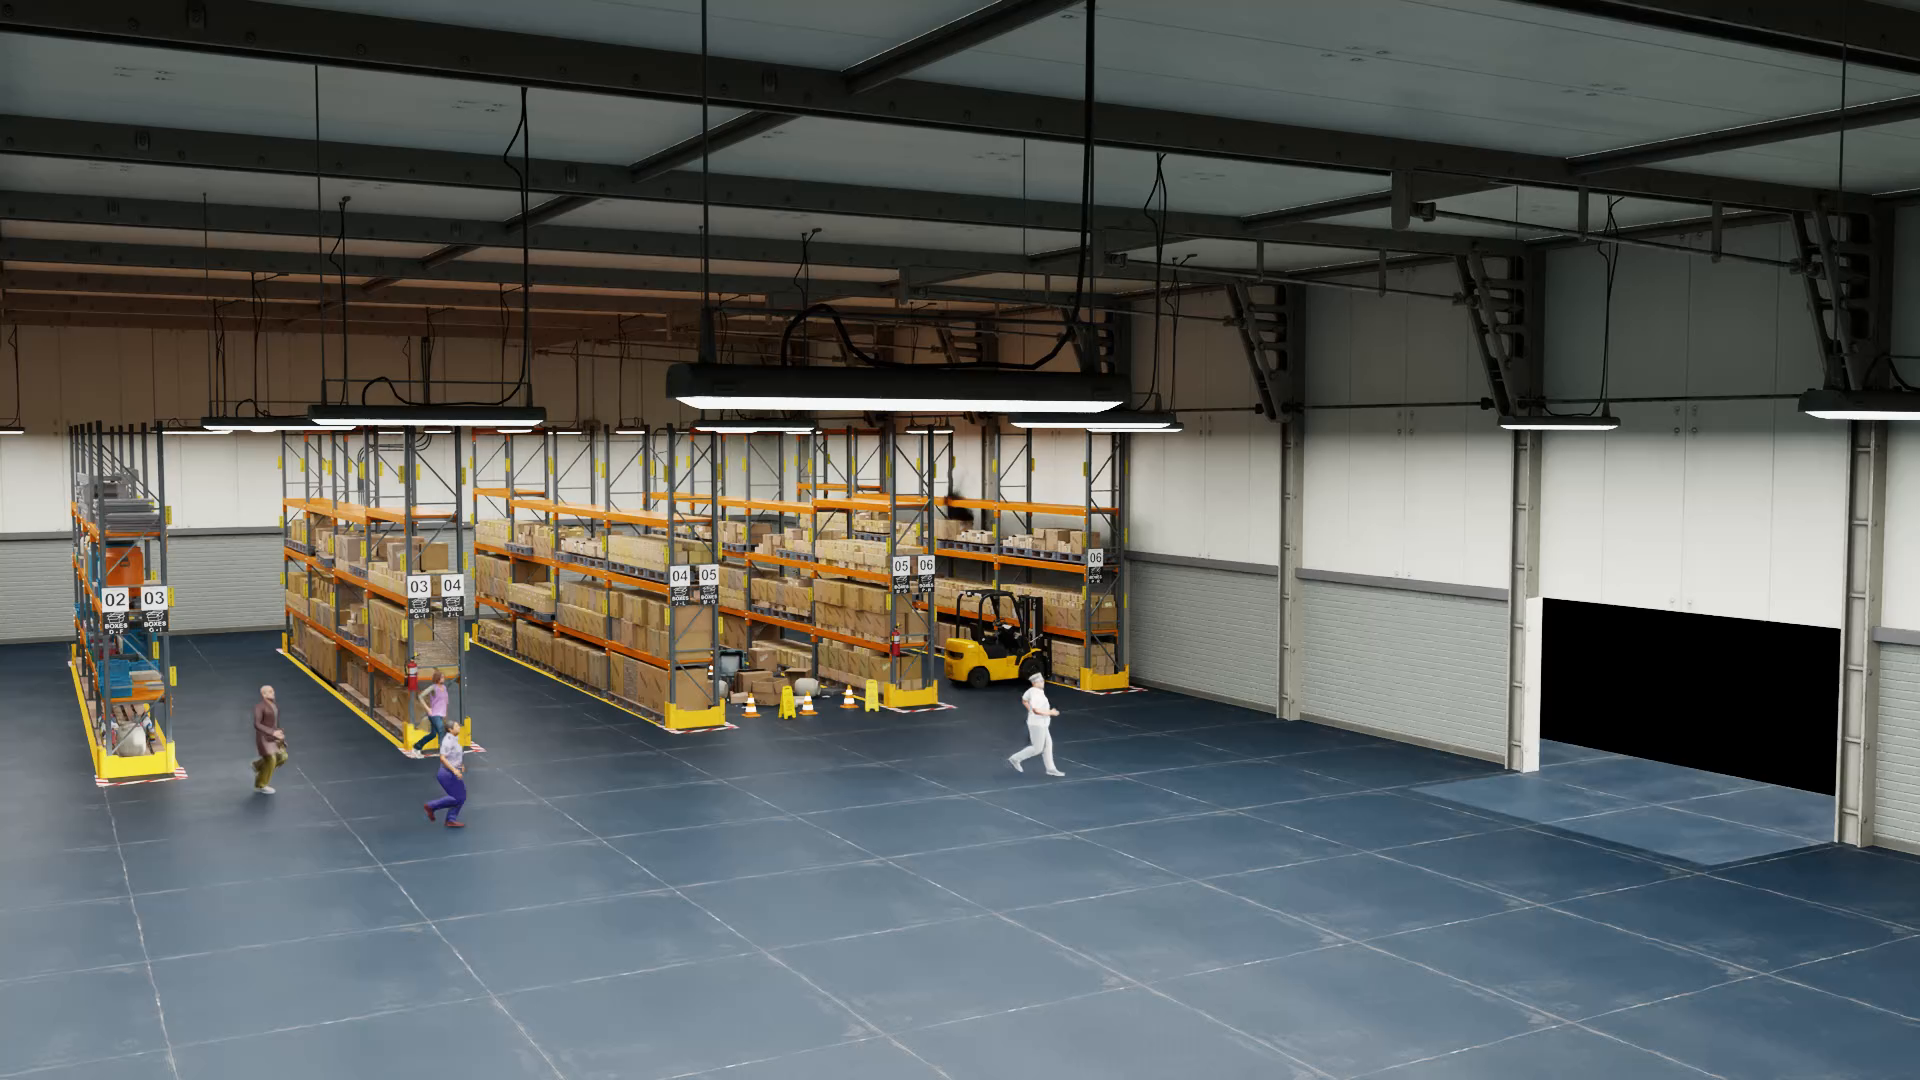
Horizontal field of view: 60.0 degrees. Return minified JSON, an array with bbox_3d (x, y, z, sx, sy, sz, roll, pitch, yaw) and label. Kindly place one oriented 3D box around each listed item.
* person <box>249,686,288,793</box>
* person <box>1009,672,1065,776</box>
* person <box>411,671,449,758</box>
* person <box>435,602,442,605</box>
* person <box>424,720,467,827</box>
[{"bbox_3d":[-11.151,3.205,26.815,0.701,1.742,0.737,0,4,7],"label":"person"},{"bbox_3d":[1.294,3.104,27.948,0.954,1.779,0.664,0,4,1],"label":"person"},{"bbox_3d":[-9.228,3.108,29.313,0.892,1.582,0.559,1,4,13],"label":"person"},{"bbox_3d":[-14.212,2.104,45.186,0.639,1.672,0.631,-2,4,-25],"label":"person"},{"bbox_3d":[-7.546,3.427,24.363,0.586,1.600,0.593,-1,4,-11],"label":"person"}]
